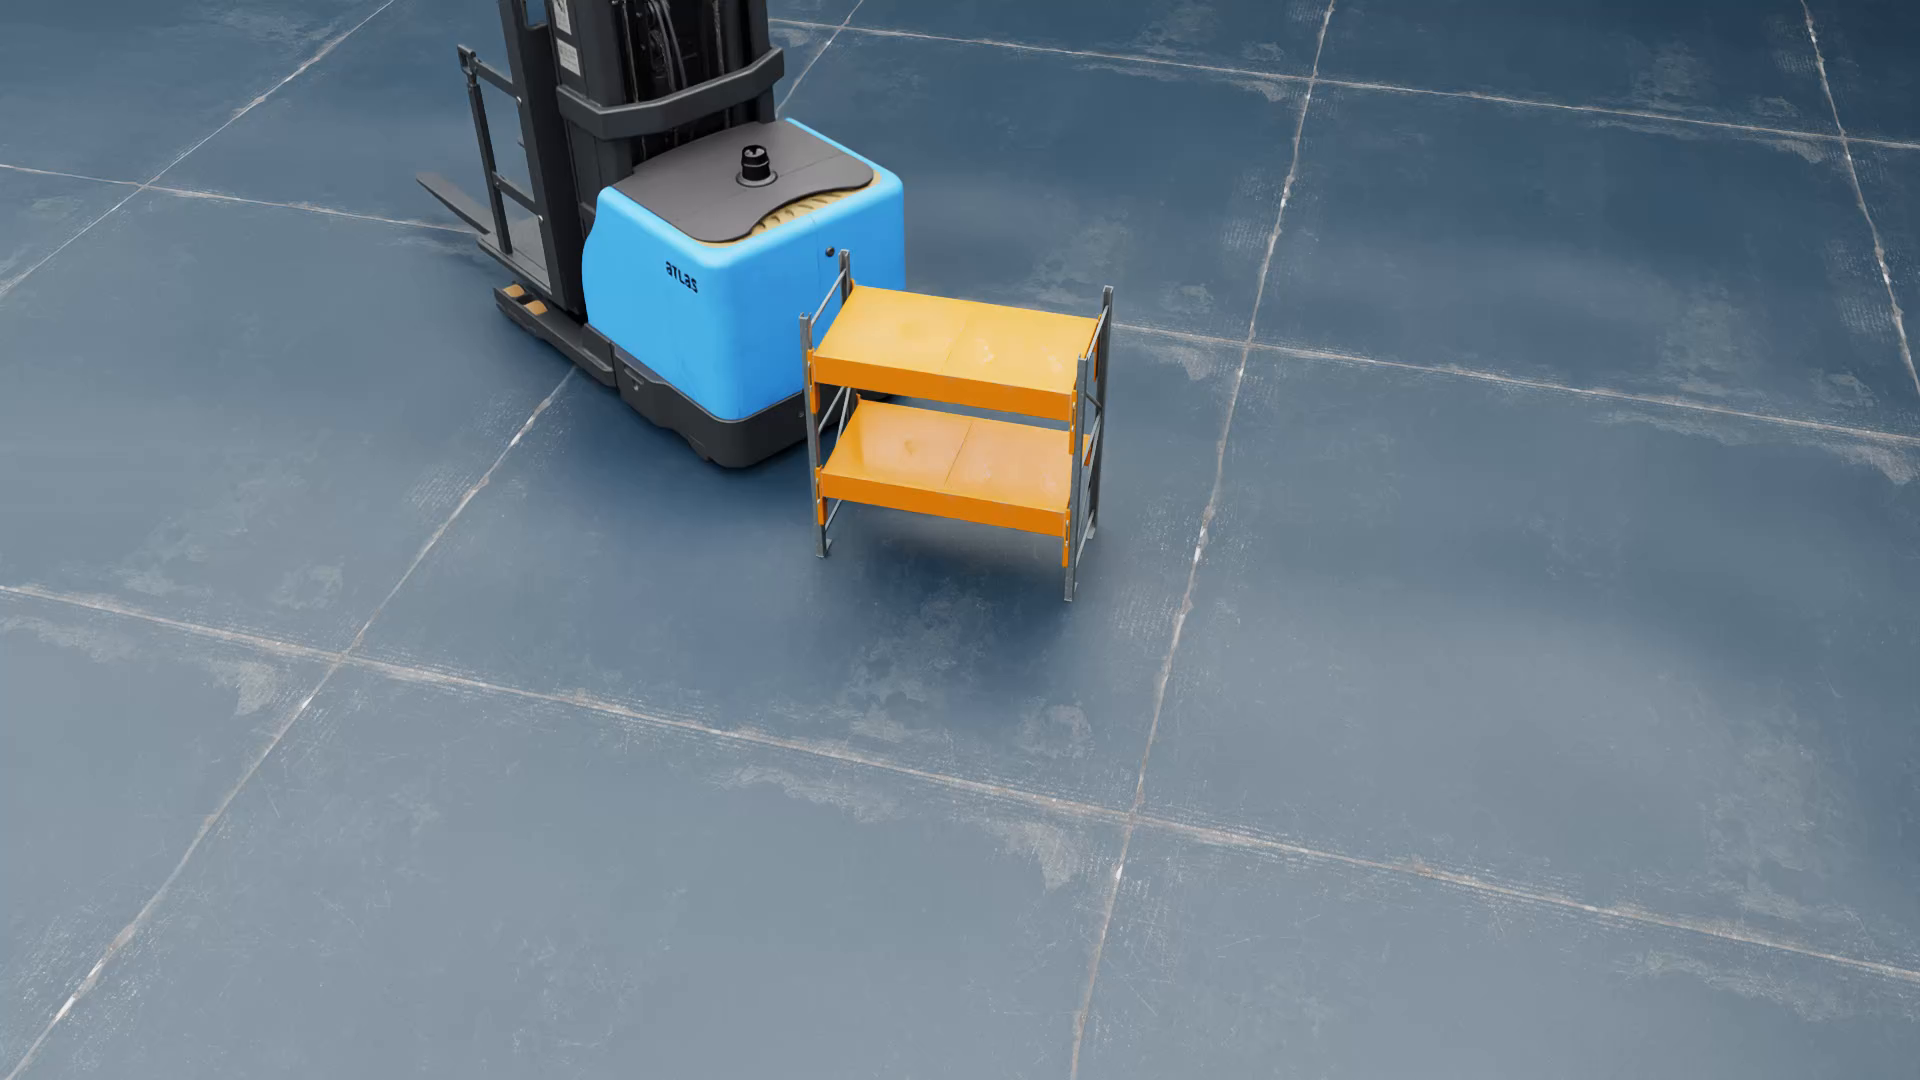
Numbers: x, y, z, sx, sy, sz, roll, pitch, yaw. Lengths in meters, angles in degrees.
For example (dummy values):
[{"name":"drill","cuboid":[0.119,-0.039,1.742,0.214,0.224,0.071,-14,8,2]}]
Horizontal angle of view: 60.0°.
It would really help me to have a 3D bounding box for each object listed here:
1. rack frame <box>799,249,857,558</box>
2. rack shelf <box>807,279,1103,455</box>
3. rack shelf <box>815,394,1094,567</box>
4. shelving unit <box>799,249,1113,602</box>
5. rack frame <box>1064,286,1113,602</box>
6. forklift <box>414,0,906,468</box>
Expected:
[{"name":"rack frame","cuboid":[-0.498,-0.516,6.490,0.032,1.125,0.500,10,41,11]},{"name":"rack shelf","cuboid":[-0.007,-0.656,6.201,1.000,0.278,0.538,10,41,11]},{"name":"rack shelf","cuboid":[-0.007,-0.245,6.547,1.000,0.278,0.538,10,41,11]},{"name":"shelving unit","cuboid":[-0.007,-0.432,6.390,1.048,1.125,0.538,10,41,11]},{"name":"rack frame","cuboid":[0.485,-0.347,6.289,0.032,1.125,0.500,10,41,11]},{"name":"forklift","cuboid":[-1.583,-2.287,7.195,1.130,2.935,3.031,-30,49,-31]}]
